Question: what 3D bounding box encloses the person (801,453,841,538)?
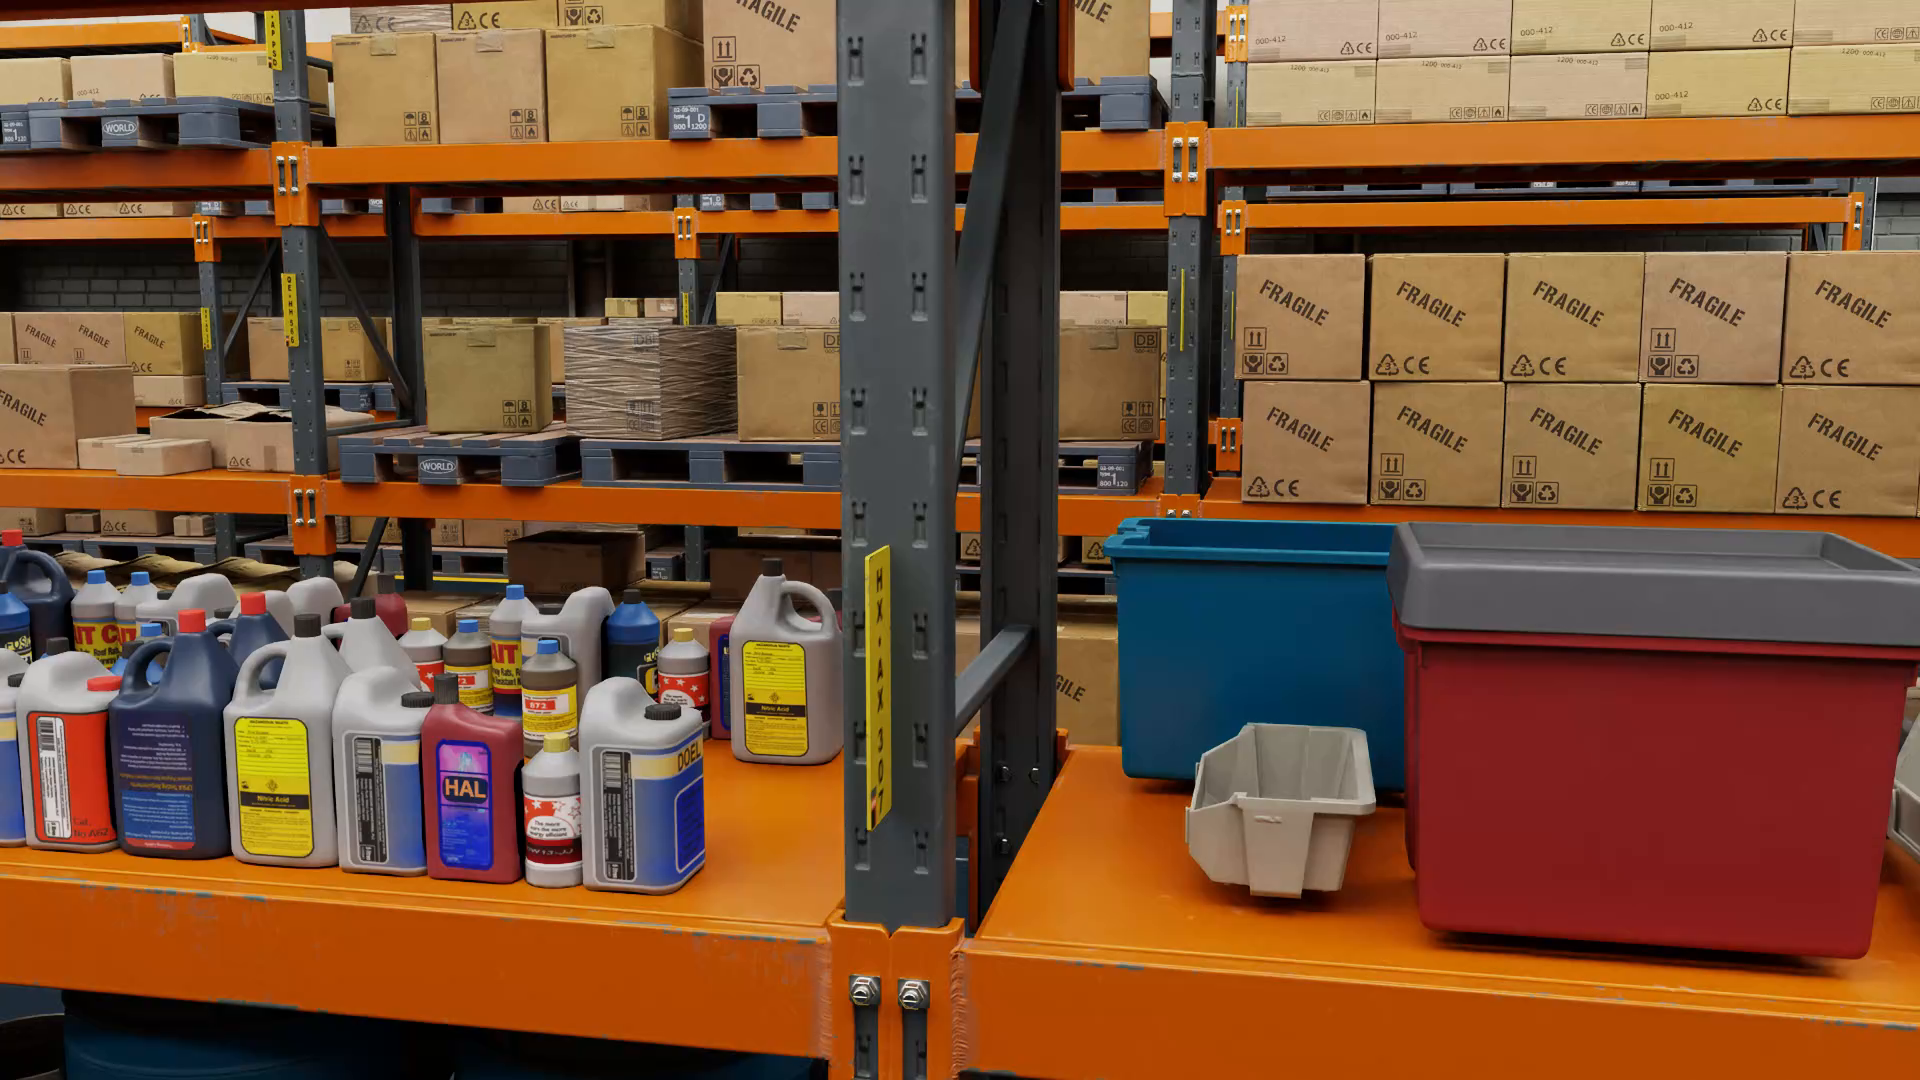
[{"bbox_3d":[-0.653,-0.116,9.741,0.578,1.720,0.470,1,8,10],"label":"person"}]
